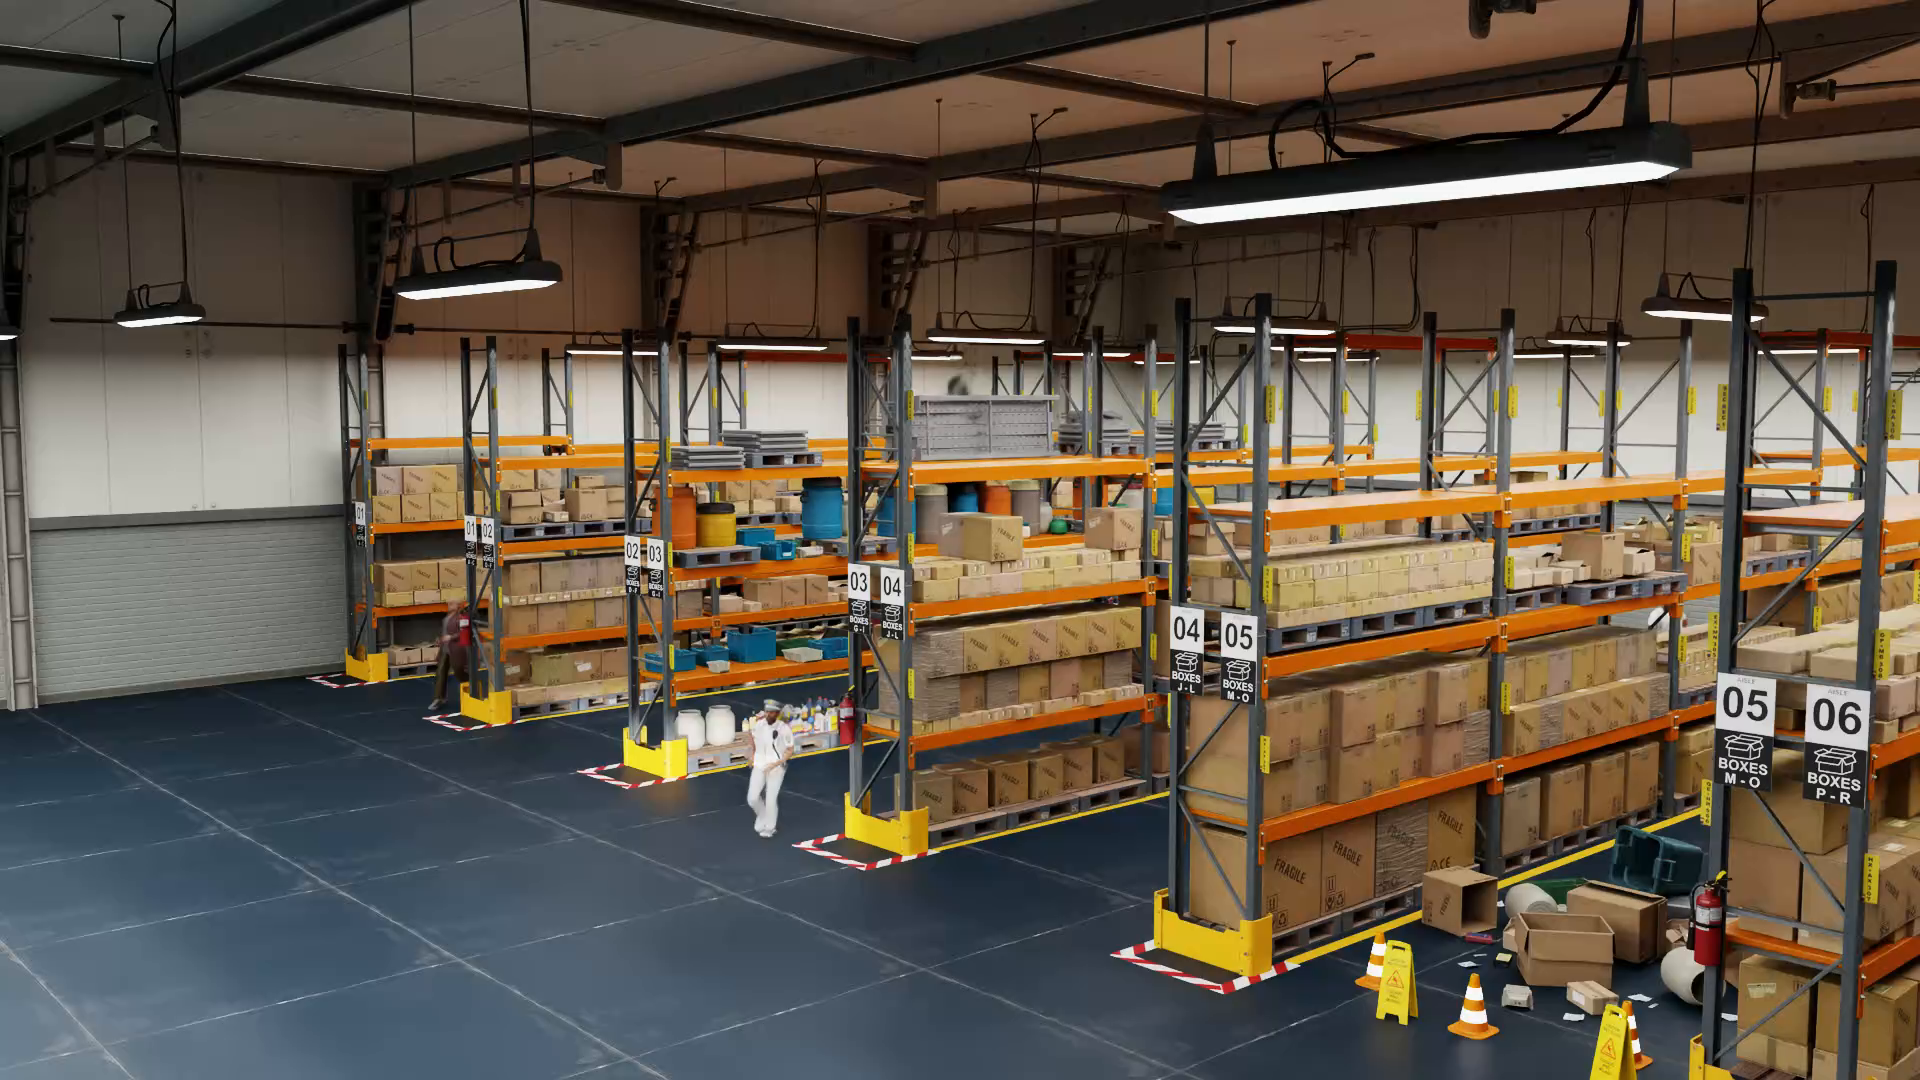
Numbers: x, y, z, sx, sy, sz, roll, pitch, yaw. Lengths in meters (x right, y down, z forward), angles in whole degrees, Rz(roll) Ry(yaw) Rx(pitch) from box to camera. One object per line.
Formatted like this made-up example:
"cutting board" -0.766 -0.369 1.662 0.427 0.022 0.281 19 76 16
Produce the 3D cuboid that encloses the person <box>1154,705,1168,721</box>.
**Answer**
"person" 2.972 2.088 24.728 0.629 1.722 0.850 5 7 42

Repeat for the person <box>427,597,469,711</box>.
"person" -8.300 1.841 27.270 0.757 1.813 1.010 3 6 29

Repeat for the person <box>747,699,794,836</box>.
"person" -2.201 2.627 19.190 0.604 1.640 0.505 2 5 16

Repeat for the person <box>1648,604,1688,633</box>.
"person" 12.141 1.753 28.447 0.708 1.729 0.783 1 5 6
